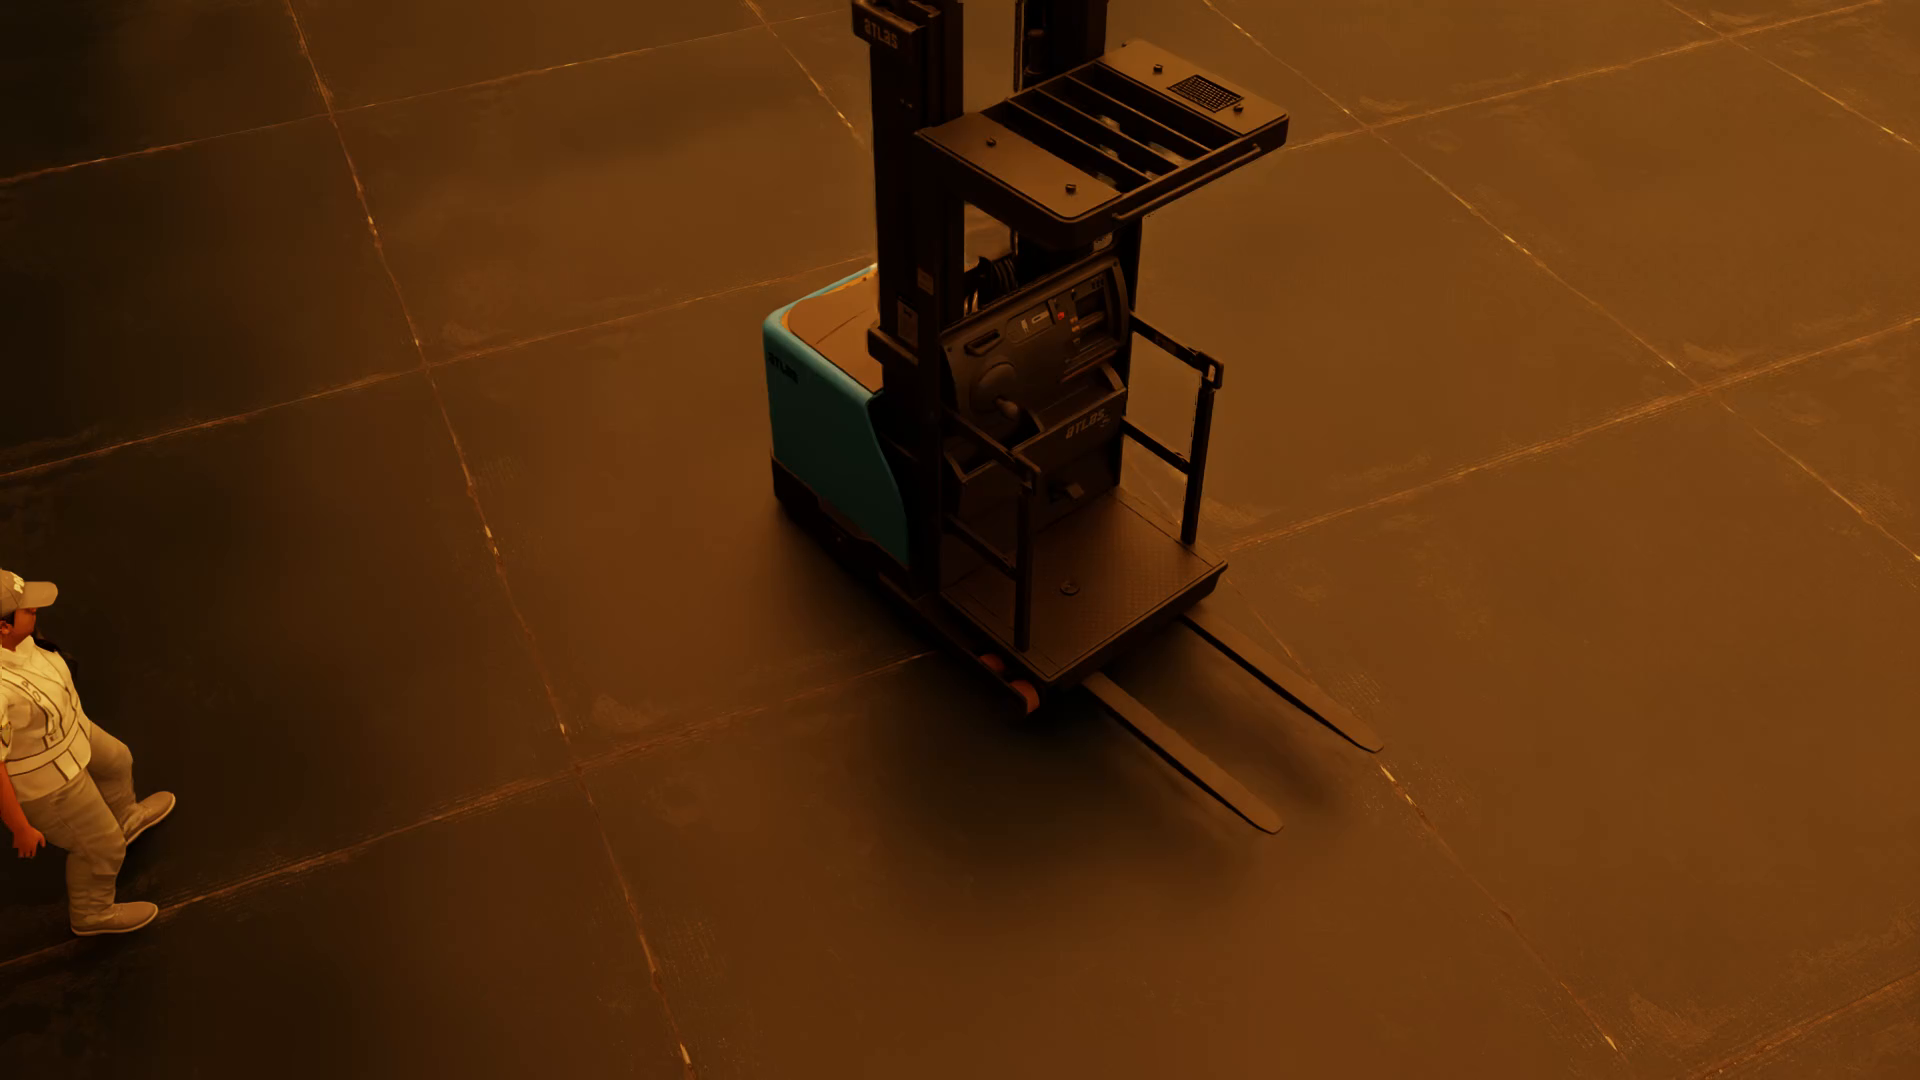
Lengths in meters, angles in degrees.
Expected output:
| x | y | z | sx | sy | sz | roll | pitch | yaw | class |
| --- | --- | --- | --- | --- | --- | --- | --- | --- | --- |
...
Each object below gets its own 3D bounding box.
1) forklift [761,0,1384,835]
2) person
| x | y | z | sx | sy | sz | roll | pitch | yaw | class |
| --- | --- | --- | --- | --- | --- | --- | --- | --- | --- |
| 0.451 | -0.721 | 6.453 | 1.130 | 2.935 | 3.031 | -31 | 51 | -29 | forklift |
| -3.182 | 0.730 | 5.857 | 0.470 | 1.637 | 0.810 | -14 | 45 | -14 | person |
